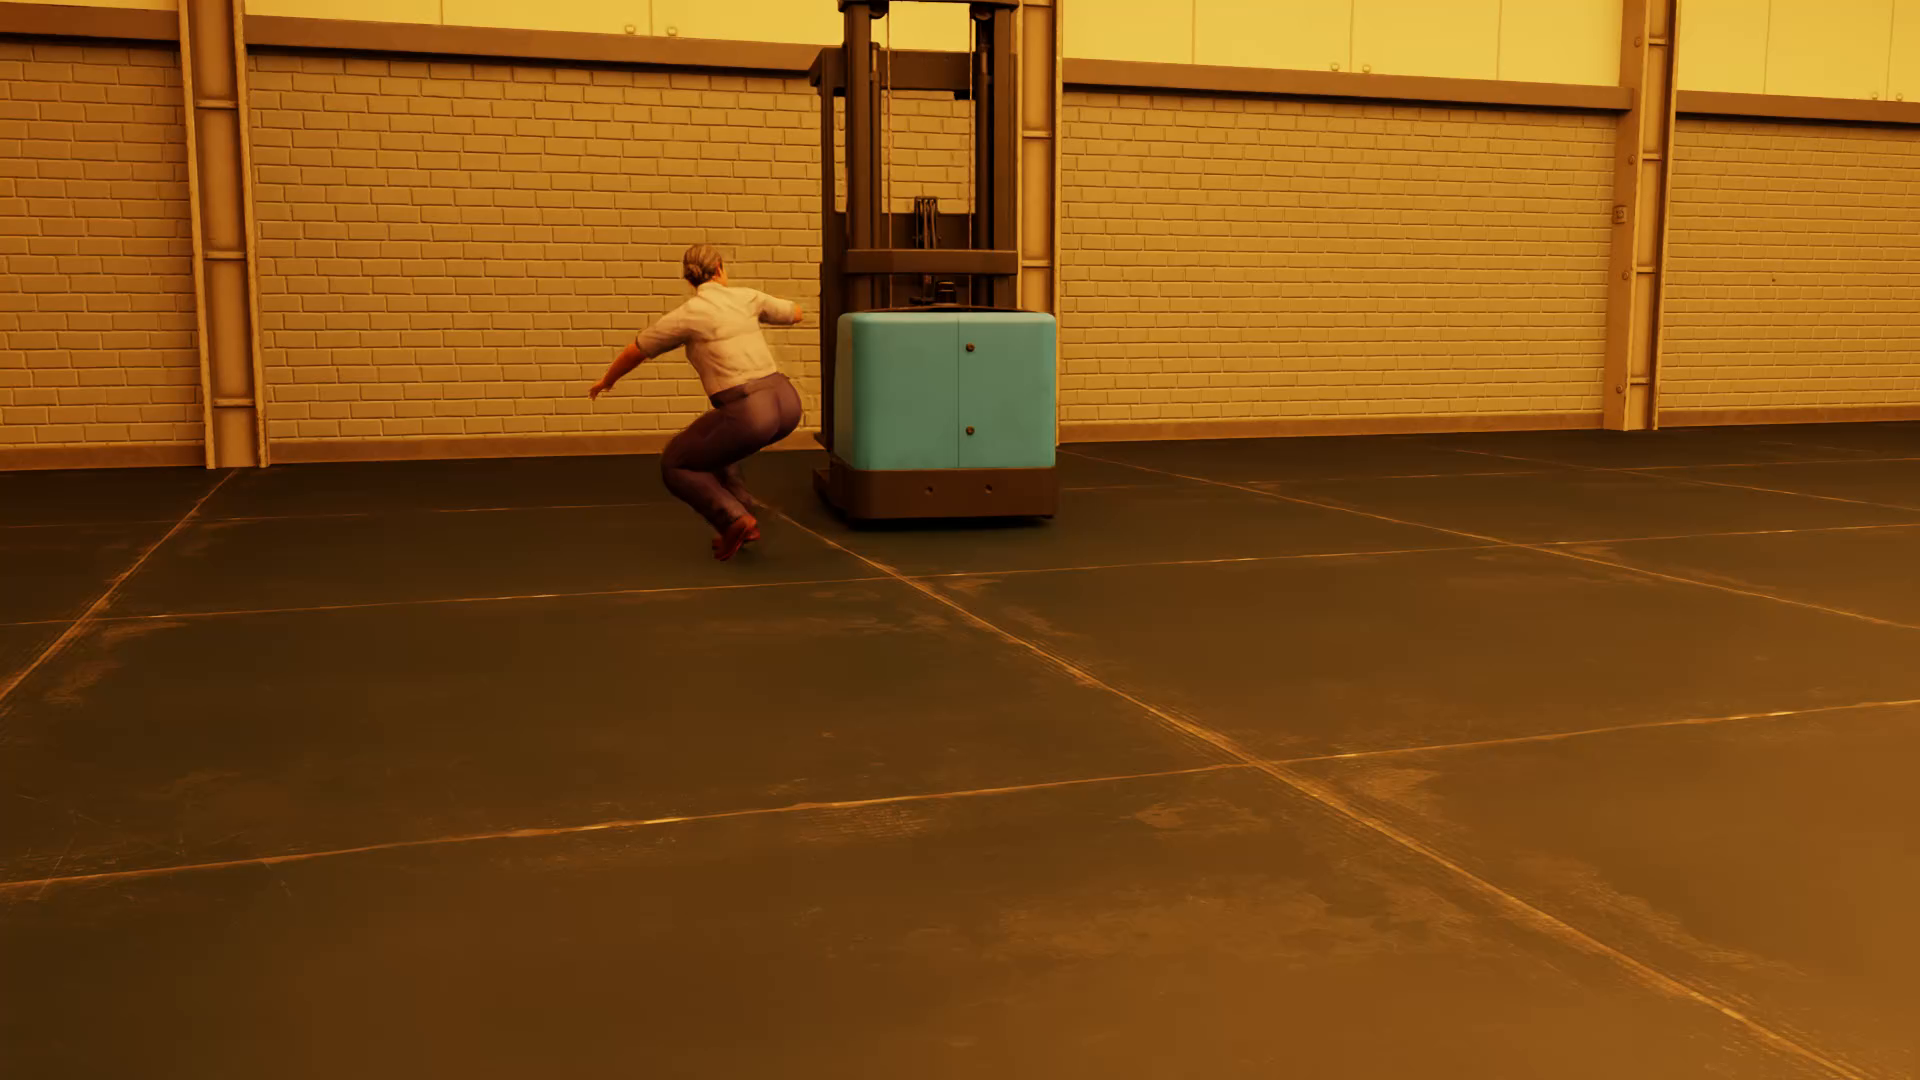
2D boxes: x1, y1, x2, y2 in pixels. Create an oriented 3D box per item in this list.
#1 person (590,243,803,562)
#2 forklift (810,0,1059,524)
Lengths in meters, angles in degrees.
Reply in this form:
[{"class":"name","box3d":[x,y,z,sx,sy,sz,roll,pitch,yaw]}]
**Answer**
[{"class":"person","box3d":[-1.125,-0.616,7.413,0.922,1.386,0.730,5,9,35]},{"class":"forklift","box3d":[-0.267,-1.695,9.508,1.130,2.935,3.031,-1,8,-10]}]
